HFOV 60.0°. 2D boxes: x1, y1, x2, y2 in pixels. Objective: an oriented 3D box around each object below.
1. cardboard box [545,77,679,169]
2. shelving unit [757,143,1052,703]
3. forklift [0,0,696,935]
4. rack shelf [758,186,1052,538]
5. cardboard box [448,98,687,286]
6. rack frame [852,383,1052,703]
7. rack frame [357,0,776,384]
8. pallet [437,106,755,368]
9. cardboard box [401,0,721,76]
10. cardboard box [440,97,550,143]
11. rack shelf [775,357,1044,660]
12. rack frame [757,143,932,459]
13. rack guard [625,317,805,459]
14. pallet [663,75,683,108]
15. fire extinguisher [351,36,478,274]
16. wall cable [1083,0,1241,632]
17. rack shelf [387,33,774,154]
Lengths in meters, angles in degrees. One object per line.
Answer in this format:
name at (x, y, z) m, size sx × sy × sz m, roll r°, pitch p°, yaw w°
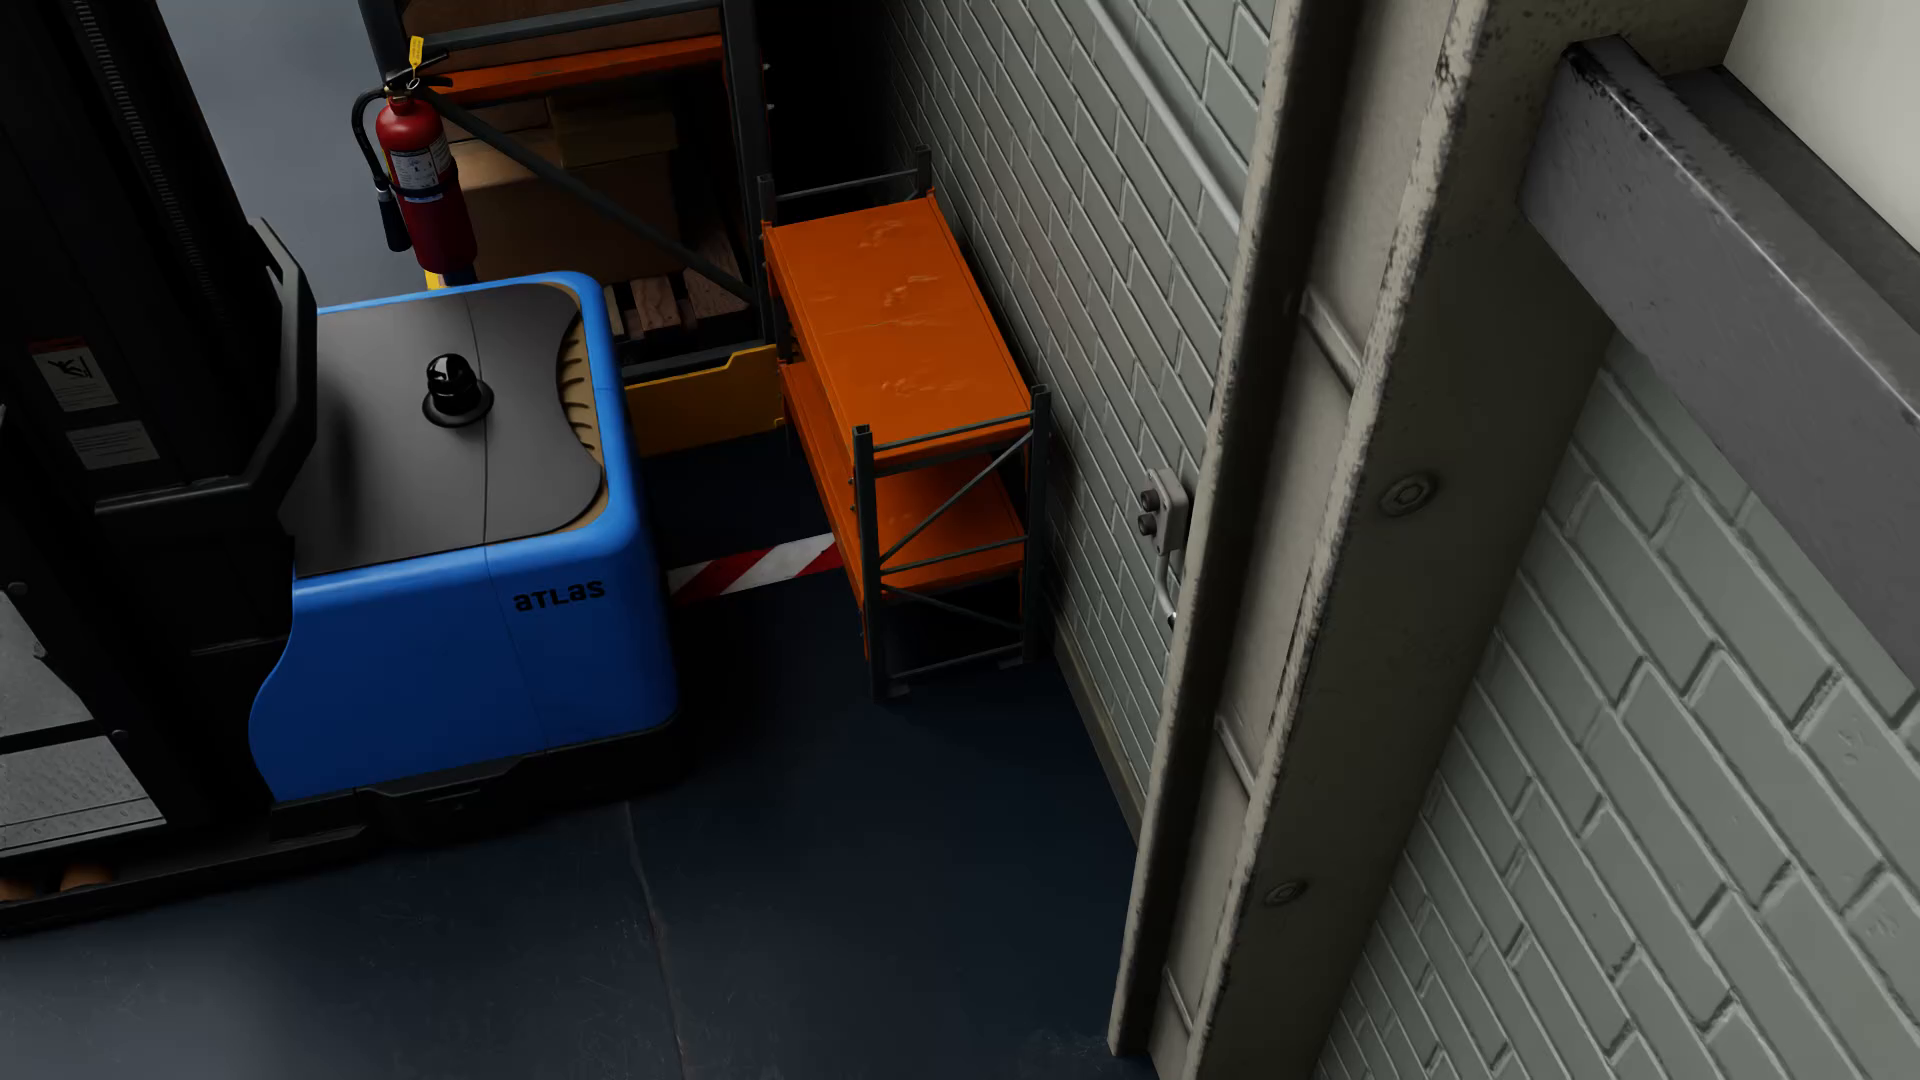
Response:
cardboard box at (-1.125, -1.362, 5.372) m, size 0.380 × 0.149 × 0.250 m, roll -13°, pitch 51°, yaw -11°
shelving unit at (-0.171, -0.327, 4.790) m, size 0.538 × 1.125 × 1.048 m, roll -14°, pitch 51°, yaw -11°
forklift at (-2.316, -0.365, 3.640) m, size 3.031 × 2.935 × 1.130 m, roll -11°, pitch 51°, yaw -9°
rack shelf at (-0.171, -0.515, 4.566) m, size 0.538 × 0.278 × 1.000 m, roll -14°, pitch 51°, yaw -11°
cardboard box at (-1.353, -1.199, 5.659) m, size 0.700 × 0.500 × 0.500 m, roll -13°, pitch 51°, yaw -11°
rack frame at (-0.018, 0.044, 4.477) m, size 0.500 × 1.125 × 0.032 m, roll -14°, pitch 51°, yaw -11°
rack frame at (-1.051, -1.380, 4.452) m, size 1.000 × 3.000 × 0.127 m, roll -13°, pitch 51°, yaw -11°
pallet at (-1.362, -1.048, 5.995) m, size 1.003 × 0.211 × 1.213 m, roll -13°, pitch 51°, yaw -11°
cardboard box at (-1.211, -1.847, 4.649) m, size 0.980 × 0.700 × 0.700 m, roll -11°, pitch 51°, yaw -9°
cardboard box at (-1.565, -1.460, 5.455) m, size 0.380 × 0.149 × 0.250 m, roll -14°, pitch 51°, yaw -11°
rack shelf at (-0.171, -0.169, 4.977) m, size 0.538 × 0.278 × 1.000 m, roll -14°, pitch 51°, yaw -11°
rack frame at (-0.324, -0.697, 5.102) m, size 0.500 × 1.125 × 0.032 m, roll -14°, pitch 51°, yaw -11°
rack guard at (-1.044, -0.557, 5.393) m, size 1.175 × 0.500 × 0.348 m, roll -13°, pitch 51°, yaw -11°
pallet at (-1.719, -1.937, 6.745) m, size 1.003 × 0.211 × 1.213 m, roll -13°, pitch 51°, yaw -11°
fire extinguisher at (-1.447, -1.021, 4.443) m, size 0.296 × 0.674 × 0.183 m, roll -13°, pitch 51°, yaw -11°
wall cable at (0.231, -0.986, 3.455) m, size 0.084 × 1.984 × 1.851 m, roll -13°, pitch 51°, yaw -11°
rack shelf at (-1.642, -2.609, 5.958) m, size 1.077 × 0.370 × 4.000 m, roll -13°, pitch 51°, yaw -11°
